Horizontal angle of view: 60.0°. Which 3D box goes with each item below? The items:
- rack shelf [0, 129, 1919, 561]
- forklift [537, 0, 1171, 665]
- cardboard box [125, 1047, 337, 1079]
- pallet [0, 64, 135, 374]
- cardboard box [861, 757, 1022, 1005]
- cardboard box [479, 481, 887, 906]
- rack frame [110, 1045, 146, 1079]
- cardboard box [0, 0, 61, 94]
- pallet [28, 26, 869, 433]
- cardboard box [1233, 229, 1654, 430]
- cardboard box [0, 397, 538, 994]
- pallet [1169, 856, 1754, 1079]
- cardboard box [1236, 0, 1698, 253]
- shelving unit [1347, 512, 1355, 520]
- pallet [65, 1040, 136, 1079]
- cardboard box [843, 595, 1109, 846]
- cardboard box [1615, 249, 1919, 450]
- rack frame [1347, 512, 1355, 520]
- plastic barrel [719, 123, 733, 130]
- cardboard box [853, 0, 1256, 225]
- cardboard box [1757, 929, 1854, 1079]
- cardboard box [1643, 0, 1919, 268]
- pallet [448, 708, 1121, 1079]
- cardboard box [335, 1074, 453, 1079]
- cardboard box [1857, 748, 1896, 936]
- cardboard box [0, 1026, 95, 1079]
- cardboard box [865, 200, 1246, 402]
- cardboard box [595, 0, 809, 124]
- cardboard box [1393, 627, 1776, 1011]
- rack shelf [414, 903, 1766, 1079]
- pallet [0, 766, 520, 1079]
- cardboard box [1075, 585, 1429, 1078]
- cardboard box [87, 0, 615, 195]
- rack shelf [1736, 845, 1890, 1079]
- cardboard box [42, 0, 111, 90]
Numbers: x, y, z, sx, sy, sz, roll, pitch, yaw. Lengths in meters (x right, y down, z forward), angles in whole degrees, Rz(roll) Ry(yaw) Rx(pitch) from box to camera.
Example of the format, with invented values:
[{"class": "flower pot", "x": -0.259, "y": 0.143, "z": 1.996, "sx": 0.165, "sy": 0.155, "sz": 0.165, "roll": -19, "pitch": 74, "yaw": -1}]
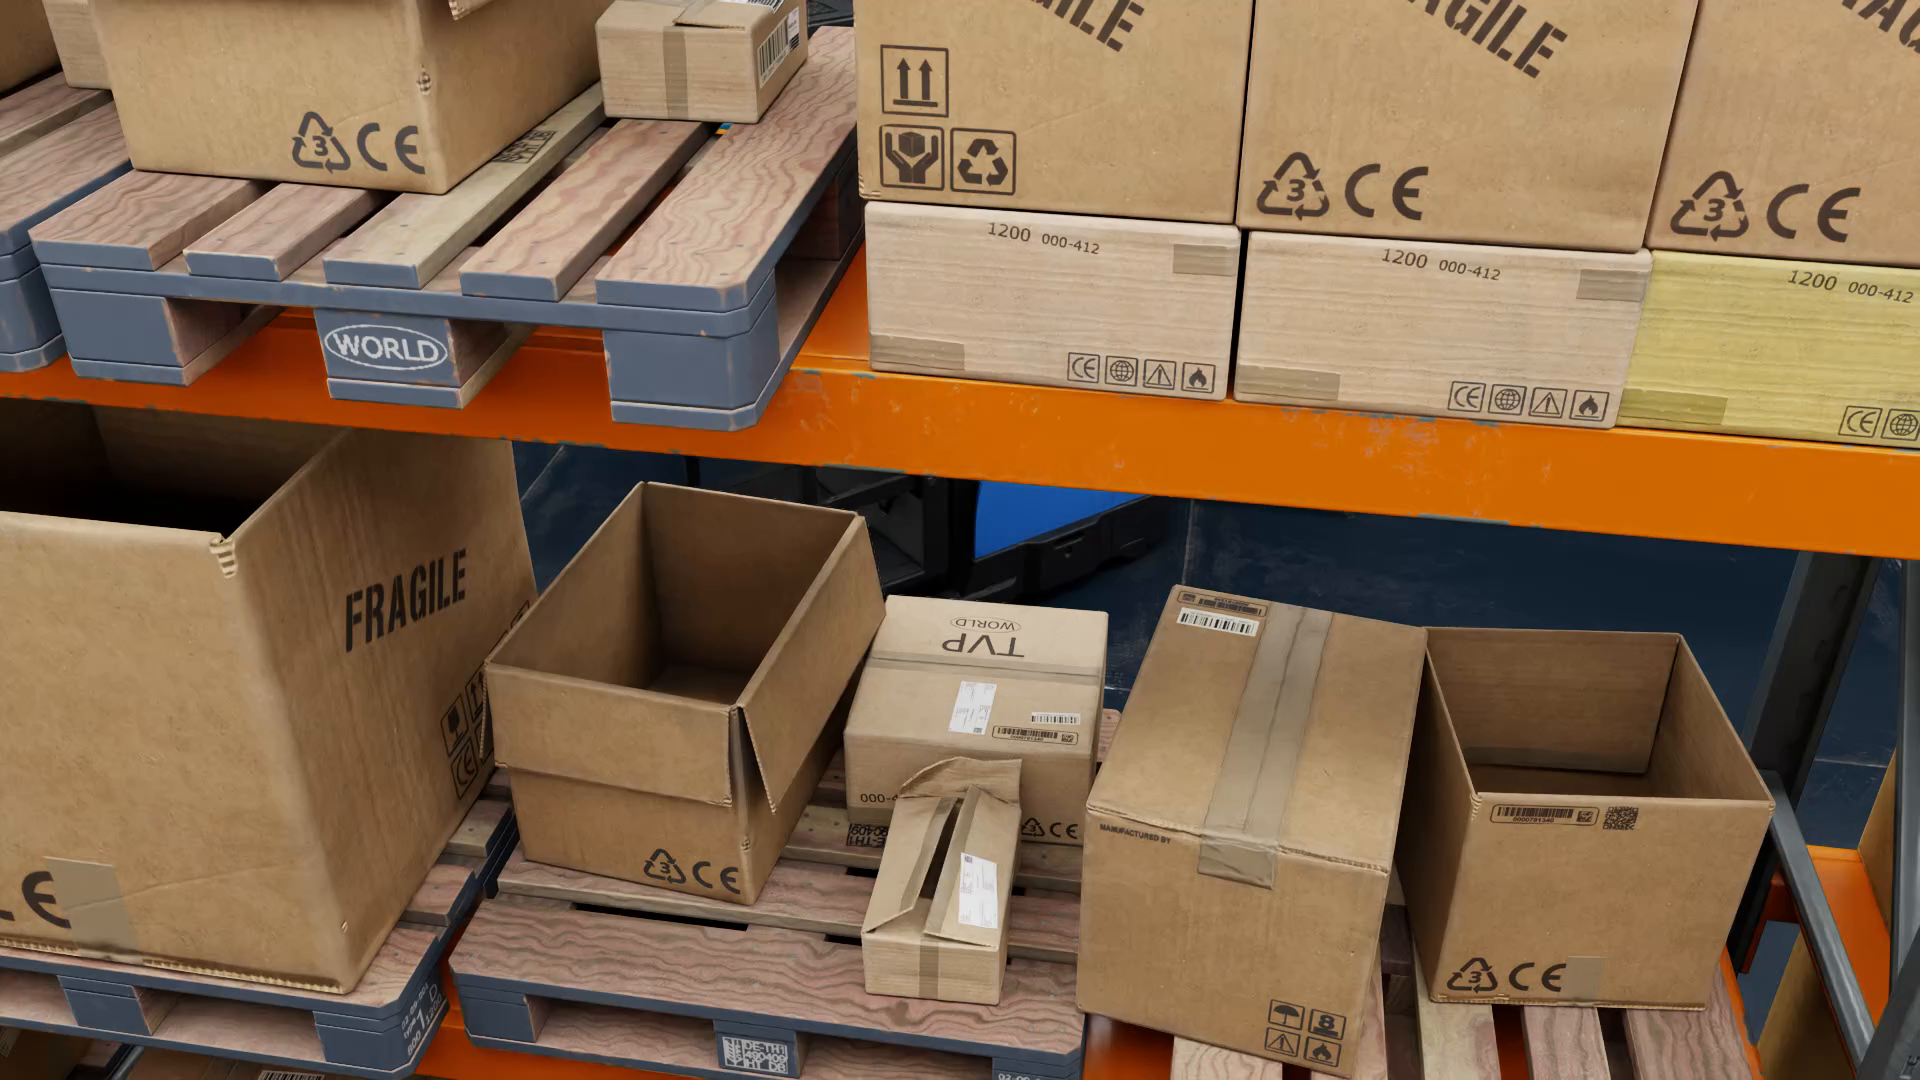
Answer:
[{"class": "rack shelf", "x": -0.310, "y": -0.386, "z": 2.890, "sx": 4.000, "sy": 0.370, "sz": 1.077, "roll": 5, "pitch": 32, "yaw": 8}, {"class": "forklift", "x": -0.604, "y": -0.992, "z": 6.072, "sx": 3.031, "sy": 2.935, "sz": 1.130, "roll": -20, "pitch": 37, "yaw": -29}, {"class": "cardboard box", "x": -1.680, "y": 1.341, "z": 4.221, "sx": 0.500, "sy": 0.500, "sz": 0.700, "roll": 3, "pitch": 32, "yaw": 4}, {"class": "pallet", "x": -1.691, "y": -0.679, "z": 2.857, "sx": 1.003, "sy": 0.211, "sz": 1.213, "roll": 5, "pitch": 32, "yaw": 8}, {"class": "cardboard box", "x": -0.028, "y": 0.630, "z": 3.146, "sx": 0.258, "sy": 0.266, "sz": 0.396, "roll": 4, "pitch": 32, "yaw": 7}, {"class": "cardboard box", "x": -0.558, "y": 0.287, "z": 3.472, "sx": 0.637, "sy": 0.503, "sz": 0.797, "roll": 8, "pitch": 33, "yaw": 13}, {"class": "rack frame", "x": -2.282, "y": 0.402, "z": 3.780, "sx": 0.127, "sy": 3.000, "sz": 1.000, "roll": 5, "pitch": 32, "yaw": 8}, {"class": "cardboard box", "x": -1.835, "y": -0.997, "z": 2.696, "sx": 0.637, "sy": 0.503, "sz": 0.797, "roll": 4, "pitch": 32, "yaw": 6}, {"class": "pallet", "x": -0.668, "y": -0.588, "z": 2.712, "sx": 1.003, "sy": 0.211, "sz": 1.213, "roll": 5, "pitch": 32, "yaw": 8}, {"class": "cardboard box", "x": 0.660, "y": -0.400, "z": 2.376, "sx": 0.500, "sy": 0.250, "sz": 0.500, "roll": 5, "pitch": 32, "yaw": 8}, {"class": "cardboard box", "x": -1.522, "y": 0.114, "z": 3.280, "sx": 1.000, "sy": 1.000, "sz": 1.000, "roll": 5, "pitch": 32, "yaw": 9}, {"class": "pallet", "x": 0.941, "y": 0.833, "z": 3.274, "sx": 1.003, "sy": 0.211, "sz": 1.213, "roll": 5, "pitch": 32, "yaw": 8}, {"class": "cardboard box", "x": 0.641, "y": -0.718, "z": 2.178, "sx": 0.500, "sy": 0.500, "sz": 0.500, "roll": 5, "pitch": 32, "yaw": 8}, {"class": "shelving unit", "x": 1.275, "y": -0.744, "z": 7.372, "sx": 1.048, "sy": 1.125, "sz": 0.538, "roll": 5, "pitch": 32, "yaw": 8}, {"class": "pallet", "x": -2.950, "y": 1.543, "z": 4.587, "sx": 1.213, "sy": 0.211, "sz": 1.003, "roll": 5, "pitch": 32, "yaw": 8}, {"class": "cardboard box", "x": 0.048, "y": 0.375, "z": 3.570, "sx": 0.500, "sy": 0.250, "sz": 0.500, "roll": 4, "pitch": 32, "yaw": 7}, {"class": "cardboard box", "x": 1.151, "y": -0.363, "z": 2.317, "sx": 0.500, "sy": 0.250, "sz": 0.500, "roll": 5, "pitch": 32, "yaw": 8}, {"class": "rack frame", "x": 1.777, "y": -0.700, "z": 7.302, "sx": 0.032, "sy": 1.125, "sz": 0.500, "roll": 5, "pitch": 32, "yaw": 8}, {"class": "plastic barrel", "x": -1.119, "y": -2.208, "z": 7.478, "sx": 0.708, "sy": 0.901, "sz": 0.600, "roll": 5, "pitch": 32, "yaw": 8}, {"class": "cardboard box", "x": 0.156, "y": -0.771, "z": 2.262, "sx": 0.500, "sy": 0.500, "sz": 0.500, "roll": 6, "pitch": 32, "yaw": 9}, {"class": "cardboard box", "x": 2.338, "y": 1.554, "z": 3.547, "sx": 0.875, "sy": 0.875, "sz": 1.225, "roll": 4, "pitch": 32, "yaw": 6}, {"class": "cardboard box", "x": 1.149, "y": -0.678, "z": 2.114, "sx": 0.500, "sy": 0.500, "sz": 0.500, "roll": 6, "pitch": 33, "yaw": 9}, {"class": "pallet", "x": -0.297, "y": 0.685, "z": 3.509, "sx": 1.213, "sy": 0.211, "sz": 1.003, "roll": 5, "pitch": 32, "yaw": 8}, {"class": "cardboard box", "x": -1.213, "y": 1.394, "z": 4.138, "sx": 0.500, "sy": 0.500, "sz": 0.700, "roll": 5, "pitch": 32, "yaw": 8}, {"class": "cardboard box", "x": 2.189, "y": 0.631, "z": 3.320, "sx": 0.500, "sy": 0.500, "sz": 0.500, "roll": 6, "pitch": 33, "yaw": 10}, {"class": "cardboard box", "x": -2.670, "y": 1.227, "z": 4.423, "sx": 0.500, "sy": 0.500, "sz": 0.500, "roll": 4, "pitch": 32, "yaw": 7}, {"class": "cardboard box", "x": 0.165, "y": -0.446, "z": 2.450, "sx": 0.500, "sy": 0.250, "sz": 0.500, "roll": 6, "pitch": 33, "yaw": 10}, {"class": "cardboard box", "x": -0.417, "y": -0.833, "z": 2.751, "sx": 0.250, "sy": 0.166, "sz": 0.380, "roll": 4, "pitch": 32, "yaw": 7}, {"class": "cardboard box", "x": 1.122, "y": 0.511, "z": 3.116, "sx": 0.500, "sy": 0.500, "sz": 0.500, "roll": 1, "pitch": 32, "yaw": 2}, {"class": "rack shelf", "x": -0.310, "y": 0.886, "z": 3.686, "sx": 4.000, "sy": 0.370, "sz": 1.077, "roll": 5, "pitch": 32, "yaw": 8}, {"class": "pallet", "x": -1.553, "y": 0.628, "z": 3.601, "sx": 1.213, "sy": 0.211, "sz": 1.003, "roll": 5, "pitch": 32, "yaw": 8}, {"class": "cardboard box", "x": 0.555, "y": 0.514, "z": 3.112, "sx": 0.500, "sy": 0.500, "sz": 0.700, "roll": 10, "pitch": 33, "yaw": 15}, {"class": "cardboard box", "x": -0.906, "y": -0.914, "z": 2.562, "sx": 0.637, "sy": 0.503, "sz": 0.797, "roll": 6, "pitch": 33, "yaw": 10}, {"class": "rack shelf", "x": 3.633, "y": 1.243, "z": 3.116, "sx": 4.000, "sy": 0.370, "sz": 1.077, "roll": 5, "pitch": 32, "yaw": 8}, {"class": "cardboard box", "x": -1.338, "y": -0.959, "z": 2.858, "sx": 0.258, "sy": 0.266, "sz": 0.396, "roll": 6, "pitch": 33, "yaw": 10}]
